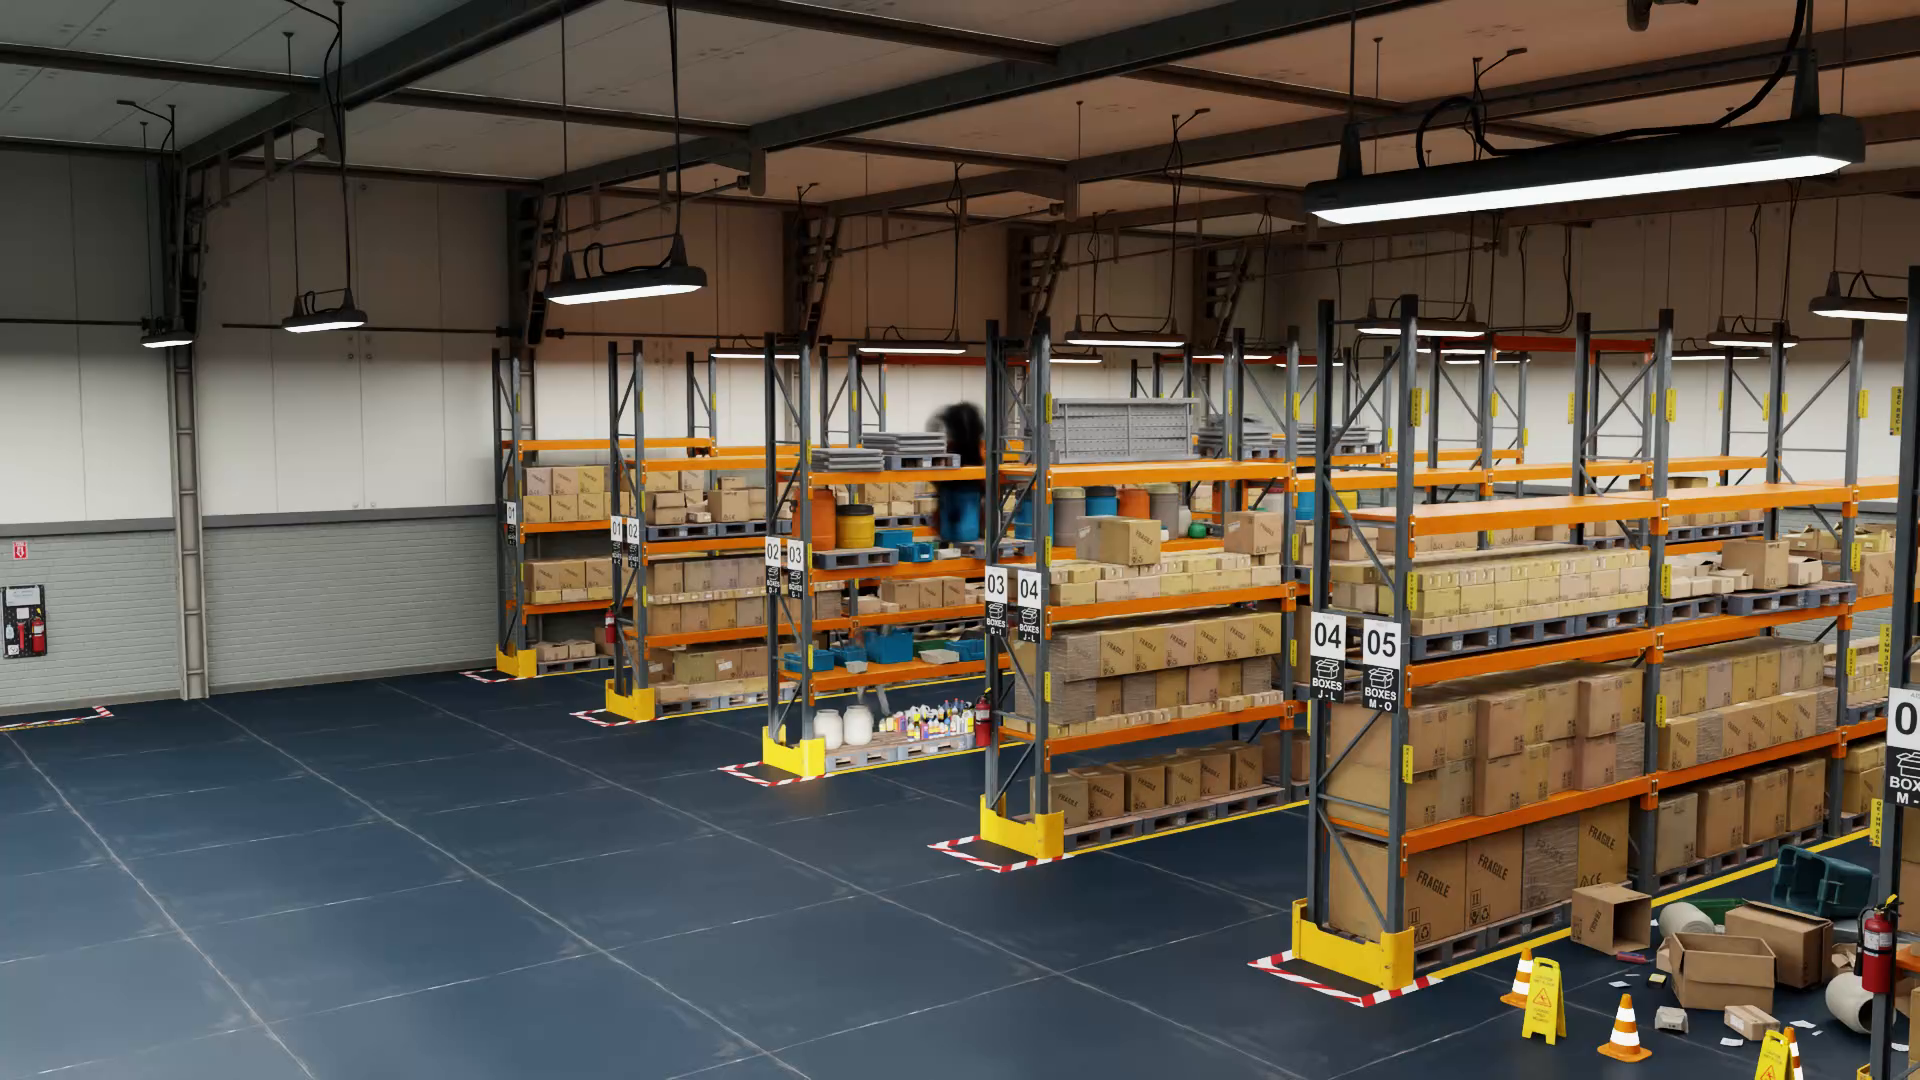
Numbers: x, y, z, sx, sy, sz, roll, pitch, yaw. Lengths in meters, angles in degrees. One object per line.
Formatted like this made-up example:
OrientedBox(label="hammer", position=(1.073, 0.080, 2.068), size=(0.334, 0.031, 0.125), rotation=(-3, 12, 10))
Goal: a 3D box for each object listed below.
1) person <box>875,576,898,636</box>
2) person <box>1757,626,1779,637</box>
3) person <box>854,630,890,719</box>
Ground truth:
OrientedBox(label="person", position=(-1.385, 1.412, 33.377), size=(0.934, 1.687, 0.604), rotation=(-5, 7, -45))
OrientedBox(label="person", position=(14.132, 1.686, 29.343), size=(0.734, 1.763, 0.980), rotation=(-1, 5, -8))
OrientedBox(label="person", position=(-1.393, 2.151, 25.899), size=(0.559, 1.542, 0.783), rotation=(1, 5, 16))
